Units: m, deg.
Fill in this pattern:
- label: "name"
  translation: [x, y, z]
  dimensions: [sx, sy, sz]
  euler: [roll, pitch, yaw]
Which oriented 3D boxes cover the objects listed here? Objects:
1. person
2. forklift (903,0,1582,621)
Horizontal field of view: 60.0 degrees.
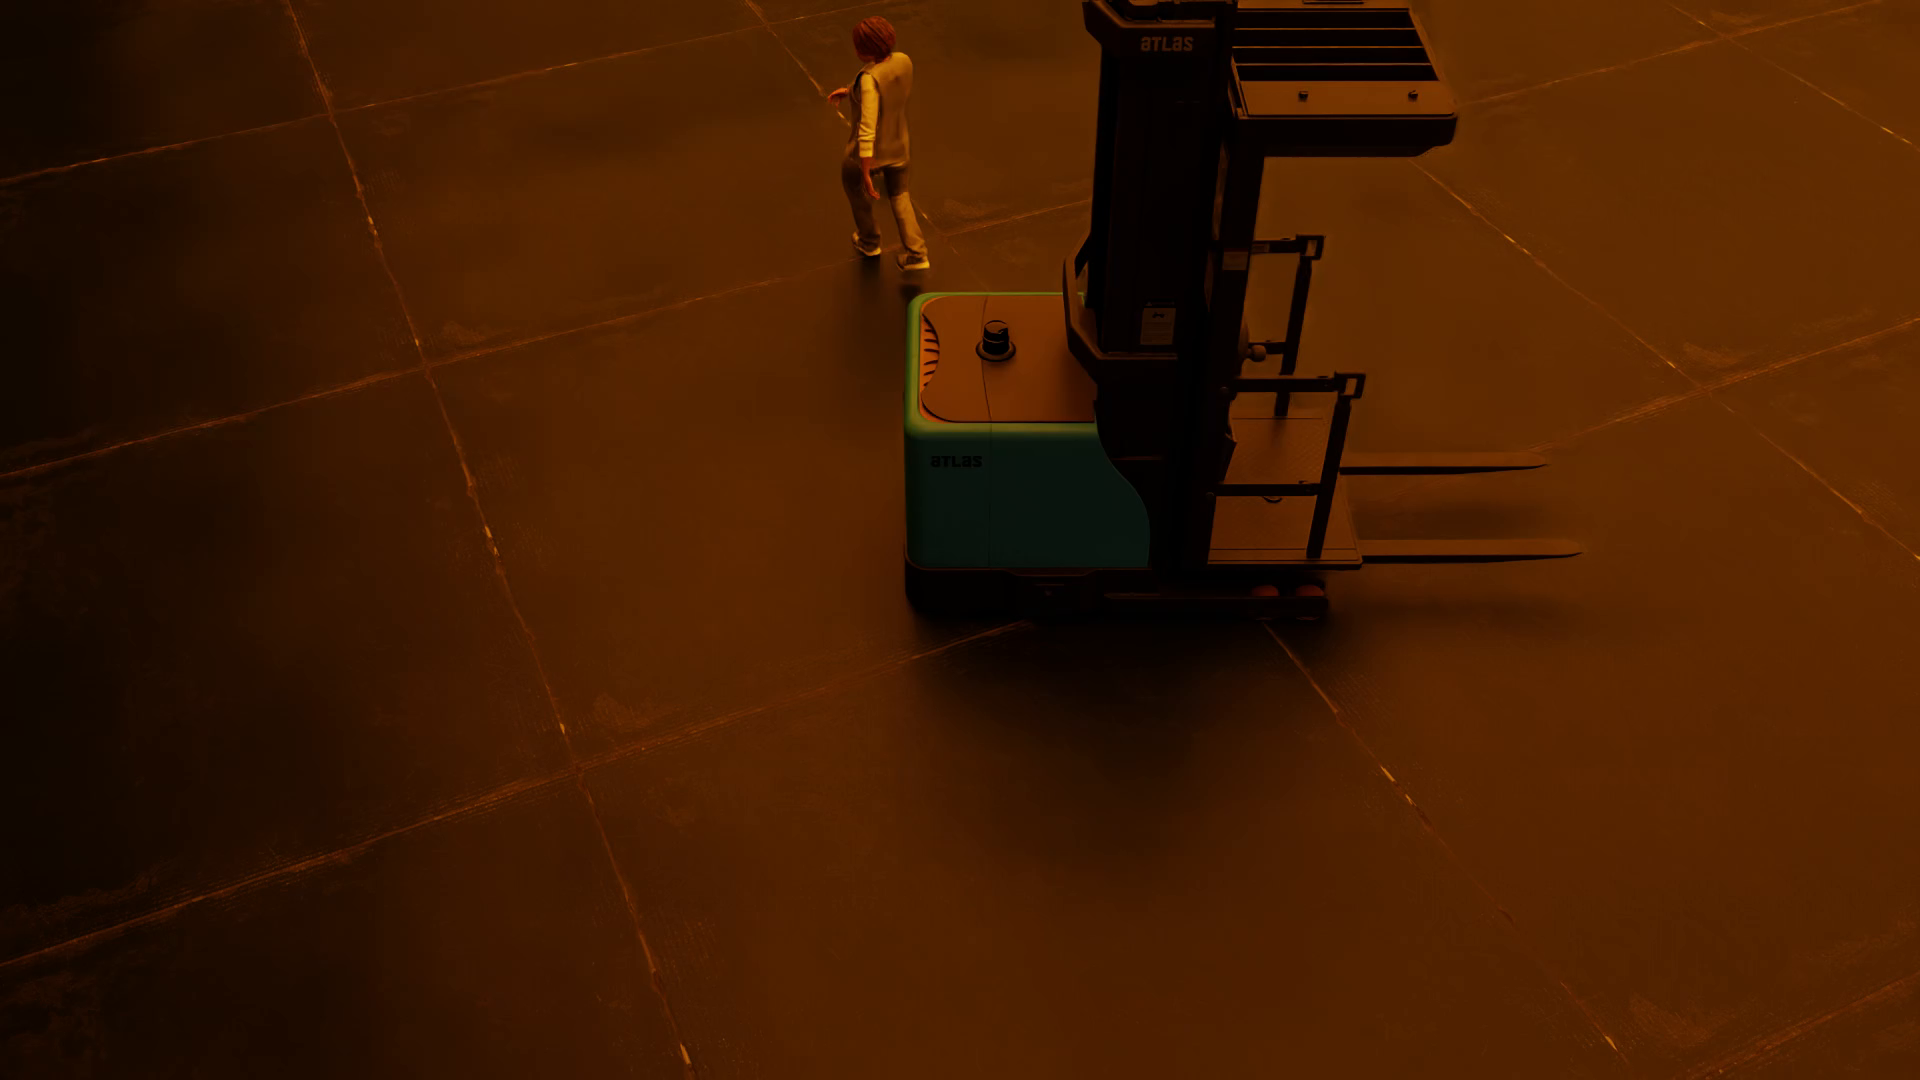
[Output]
- label: "person"
  translation: [-0.443, -2.108, 8.993]
  dimensions: [0.465, 1.520, 0.720]
  euler: [-21, 47, -21]
- label: "forklift"
  translation: [1.269, -1.075, 6.832]
  dimensions: [3.031, 2.935, 1.130]
  euler: [0, 43, 0]
